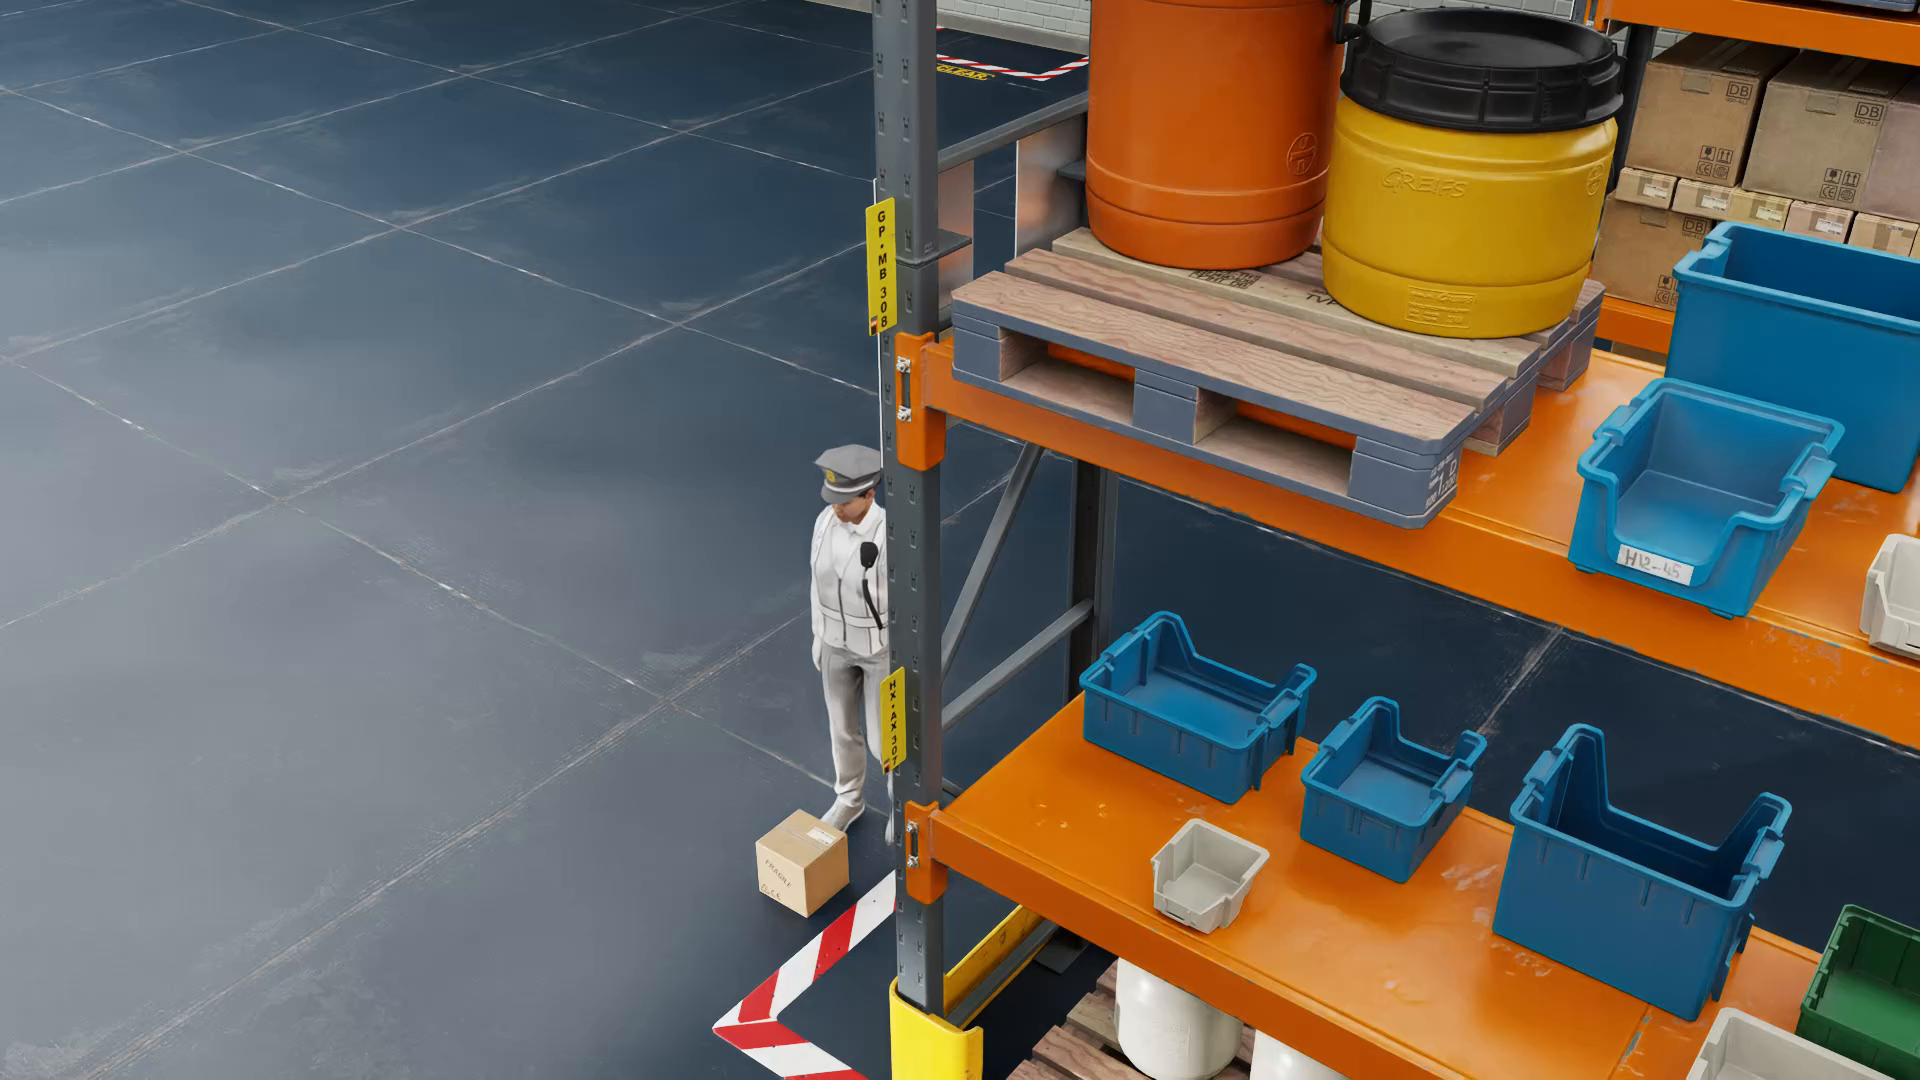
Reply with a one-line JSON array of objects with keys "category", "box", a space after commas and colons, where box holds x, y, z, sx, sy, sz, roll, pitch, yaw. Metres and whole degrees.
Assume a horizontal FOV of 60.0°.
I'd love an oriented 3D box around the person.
[{"category": "person", "box": [-0.386, 0.458, 6.395, 0.494, 1.724, 0.385, 17, 35, 26]}]
